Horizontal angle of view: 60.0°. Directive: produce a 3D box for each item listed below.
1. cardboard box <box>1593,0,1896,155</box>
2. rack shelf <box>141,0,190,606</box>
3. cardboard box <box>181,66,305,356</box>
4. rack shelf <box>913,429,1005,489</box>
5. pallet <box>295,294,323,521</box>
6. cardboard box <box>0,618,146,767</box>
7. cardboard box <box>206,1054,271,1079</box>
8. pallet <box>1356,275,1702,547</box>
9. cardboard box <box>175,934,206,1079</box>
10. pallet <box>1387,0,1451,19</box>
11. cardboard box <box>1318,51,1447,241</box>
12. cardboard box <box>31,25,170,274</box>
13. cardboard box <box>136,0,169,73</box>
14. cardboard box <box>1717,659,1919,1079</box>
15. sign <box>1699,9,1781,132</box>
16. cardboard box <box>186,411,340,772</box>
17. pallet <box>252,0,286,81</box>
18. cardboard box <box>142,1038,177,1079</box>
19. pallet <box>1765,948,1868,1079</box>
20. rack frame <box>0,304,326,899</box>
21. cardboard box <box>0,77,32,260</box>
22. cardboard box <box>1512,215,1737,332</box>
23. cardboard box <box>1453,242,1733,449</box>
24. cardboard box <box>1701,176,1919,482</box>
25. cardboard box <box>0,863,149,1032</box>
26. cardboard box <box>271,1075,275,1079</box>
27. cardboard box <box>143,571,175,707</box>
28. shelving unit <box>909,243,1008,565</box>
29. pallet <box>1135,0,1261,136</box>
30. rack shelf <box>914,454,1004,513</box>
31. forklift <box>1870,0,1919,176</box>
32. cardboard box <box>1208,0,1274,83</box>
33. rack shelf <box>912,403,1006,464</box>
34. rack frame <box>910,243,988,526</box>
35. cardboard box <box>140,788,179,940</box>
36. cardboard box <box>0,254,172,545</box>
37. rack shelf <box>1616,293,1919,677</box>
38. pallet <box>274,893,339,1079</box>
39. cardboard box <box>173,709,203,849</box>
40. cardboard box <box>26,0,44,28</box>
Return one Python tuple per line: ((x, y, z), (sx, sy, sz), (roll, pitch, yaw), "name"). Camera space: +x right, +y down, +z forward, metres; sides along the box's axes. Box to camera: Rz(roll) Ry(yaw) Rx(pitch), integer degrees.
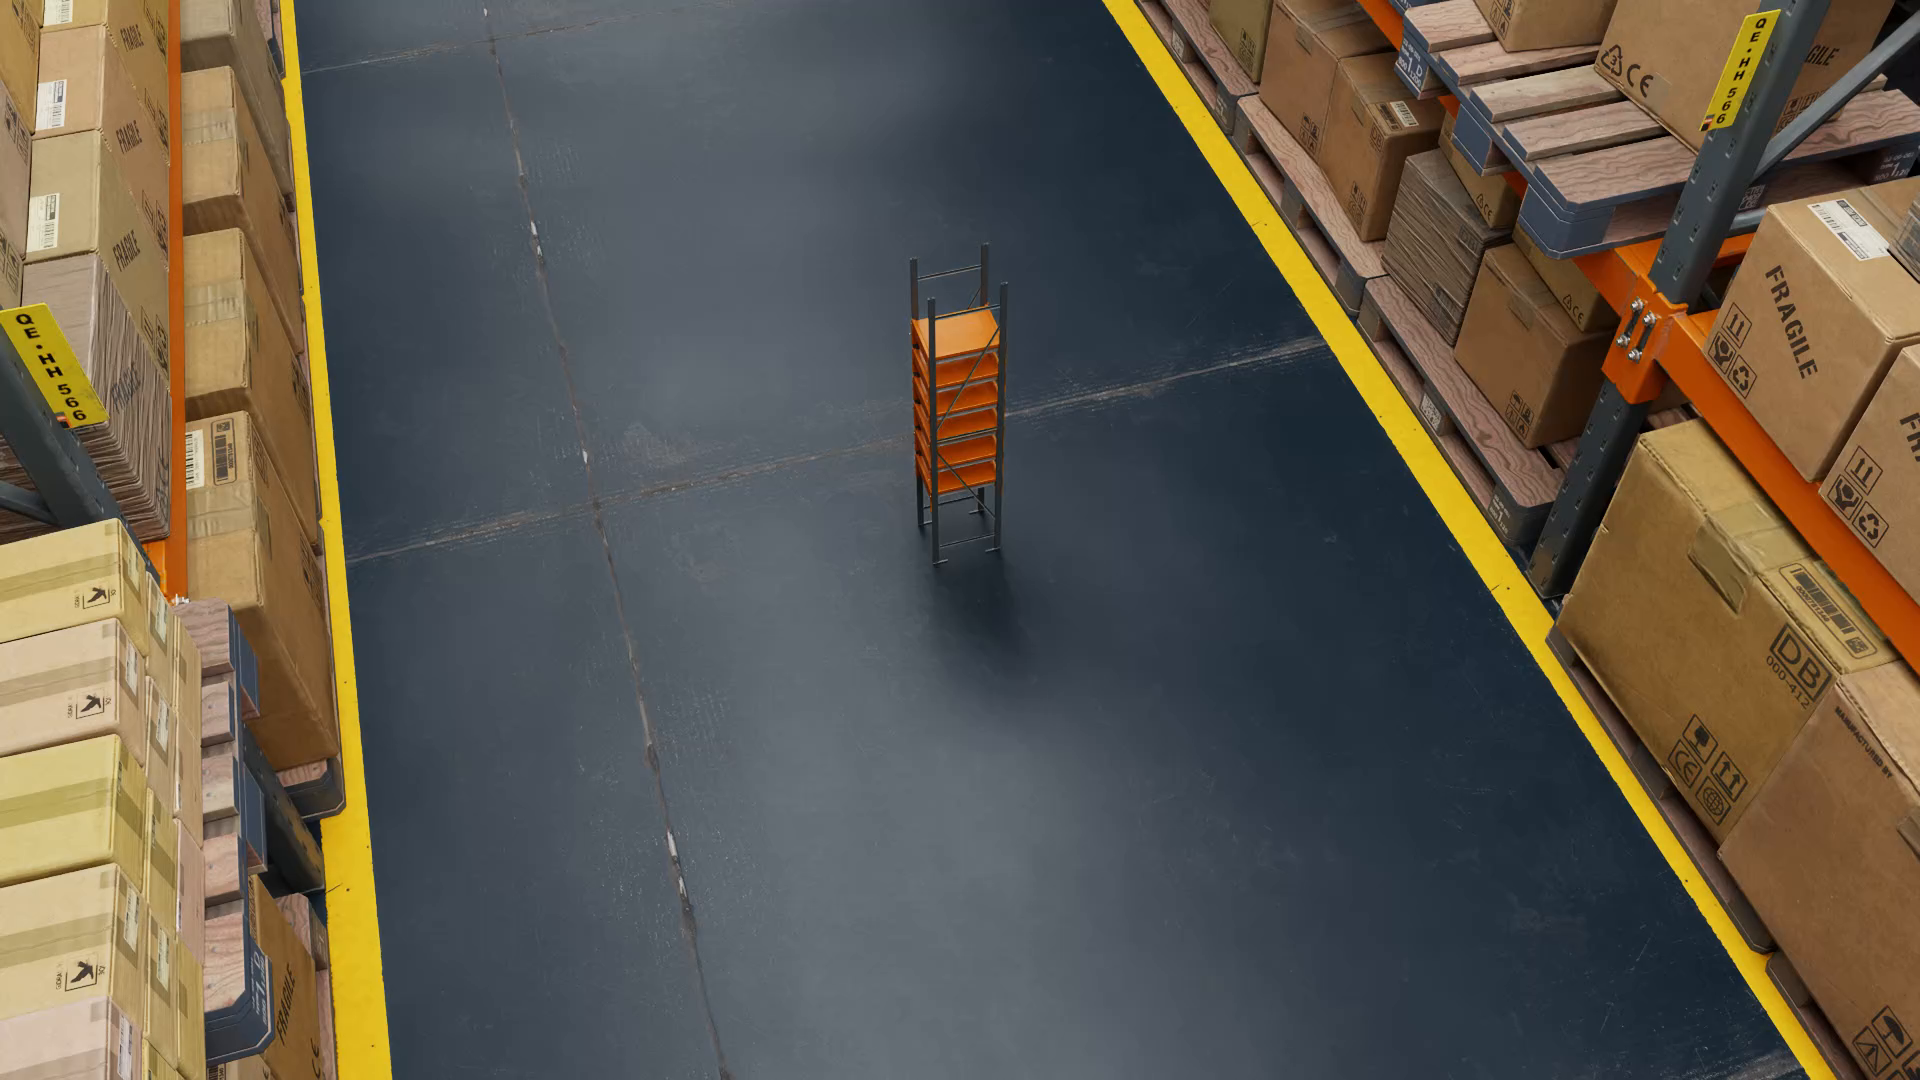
((2.213, -1.472, 4.689), (0.500, 0.500, 0.500), (-19, 52, -15), "cardboard box")
((-2.948, -1.100, 5.186), (1.077, 0.370, 4.000), (-13, 51, -11), "rack shelf")
((-2.989, -1.064, 5.882), (1.050, 0.750, 0.750), (-13, 51, -11), "cardboard box")
((-0.004, -0.291, 5.426), (0.258, 0.103, 0.180), (-13, 51, -11), "rack shelf")
((-2.875, -0.454, 5.995), (1.003, 0.211, 1.213), (-13, 51, -11), "pallet")
((-1.702, 0.321, 3.018), (0.380, 0.149, 0.250), (-14, 51, -11), "cardboard box")
((-1.744, 1.364, 3.508), (0.500, 0.250, 0.500), (-13, 51, -10), "cardboard box")
((2.181, -0.591, 6.110), (1.003, 0.211, 1.213), (-13, 51, -11), "pallet")
((-1.554, 0.883, 2.933), (0.380, 0.149, 0.250), (-14, 51, -11), "cardboard box")
((1.787, -2.293, 5.847), (1.003, 0.211, 1.213), (-13, 51, -11), "pallet")
((1.843, -1.554, 6.446), (0.700, 0.500, 0.500), (-9, 51, -8), "cardboard box")
((-2.534, -1.031, 4.592), (0.500, 0.500, 0.500), (-13, 51, -11), "cardboard box")
((-2.831, -1.766, 5.211), (0.500, 0.500, 0.500), (-13, 51, -11), "cardboard box")
((2.852, 0.792, 4.235), (1.225, 0.875, 0.875), (-13, 51, -11), "cardboard box")
((1.895, -1.137, 4.041), (0.100, 0.325, 0.005), (-13, 51, -11), "sign")
((-2.451, 0.254, 4.771), (1.050, 0.750, 0.750), (-14, 51, -11), "cardboard box")
((-3.690, -2.467, 7.691), (1.003, 0.211, 1.213), (-13, 51, -11), "pallet")
((-1.470, 0.988, 2.650), (0.380, 0.149, 0.250), (-14, 51, -11), "cardboard box")
((2.929, 1.462, 4.379), (1.003, 0.211, 1.213), (-13, 51, -11), "pallet")
((-2.357, 0.129, 3.679), (1.000, 3.000, 0.127), (-13, 51, -11), "rack frame")
((-2.631, -0.925, 3.848), (0.700, 0.500, 0.500), (-14, 51, -12), "cardboard box")
((2.184, -0.979, 5.470), (0.500, 0.250, 0.500), (-11, 51, -9), "cardboard box")
((2.194, -0.740, 5.759), (0.700, 0.500, 0.500), (-16, 52, -13), "cardboard box")
((2.295, -0.534, 4.173), (0.500, 0.500, 0.500), (-12, 51, -10), "cardboard box")
((-1.542, 0.707, 2.693), (0.380, 0.149, 0.250), (-12, 51, -10), "cardboard box")
((-1.763, 1.601, 3.799), (0.500, 0.500, 0.500), (-11, 51, -10), "cardboard box")
((-1.776, 0.237, 3.284), (0.380, 0.149, 0.250), (-12, 51, -10), "cardboard box")
((-0.004, -0.397, 5.300), (0.258, 1.200, 0.189), (-13, 51, -11), "shelving unit")
((1.460, -2.373, 7.612), (1.003, 0.211, 1.213), (-13, 51, -11), "pallet")
((-0.004, -0.214, 5.518), (0.258, 0.103, 0.180), (-13, 51, -11), "rack shelf")
((4.188, -2.541, 5.975), (1.130, 2.935, 3.031), (-15, 52, -12), "forklift")
((1.512, -2.370, 7.133), (0.700, 0.500, 0.500), (-14, 51, -11), "cardboard box")
((-0.004, -0.369, 5.334), (0.258, 0.103, 0.180), (-13, 51, -11), "rack shelf")
((-0.031, -0.464, 5.357), (0.240, 1.200, 0.006), (-13, 51, -11), "rack frame")
((-1.615, 0.623, 2.958), (0.380, 0.149, 0.250), (-12, 51, -10), "cardboard box")
((-2.232, -0.292, 3.969), (0.500, 0.500, 0.500), (-13, 51, -11), "cardboard box")
((3.003, 0.774, 3.606), (1.077, 0.370, 4.000), (-13, 51, -11), "rack shelf")
((-2.127, 1.599, 4.264), (1.003, 0.211, 1.213), (-13, 51, -11), "pallet")
((-1.700, 0.513, 3.245), (0.380, 0.149, 0.250), (-13, 51, -11), "cardboard box")
((-2.936, -1.672, 4.478), (0.700, 0.500, 0.500), (-14, 51, -11), "cardboard box")
